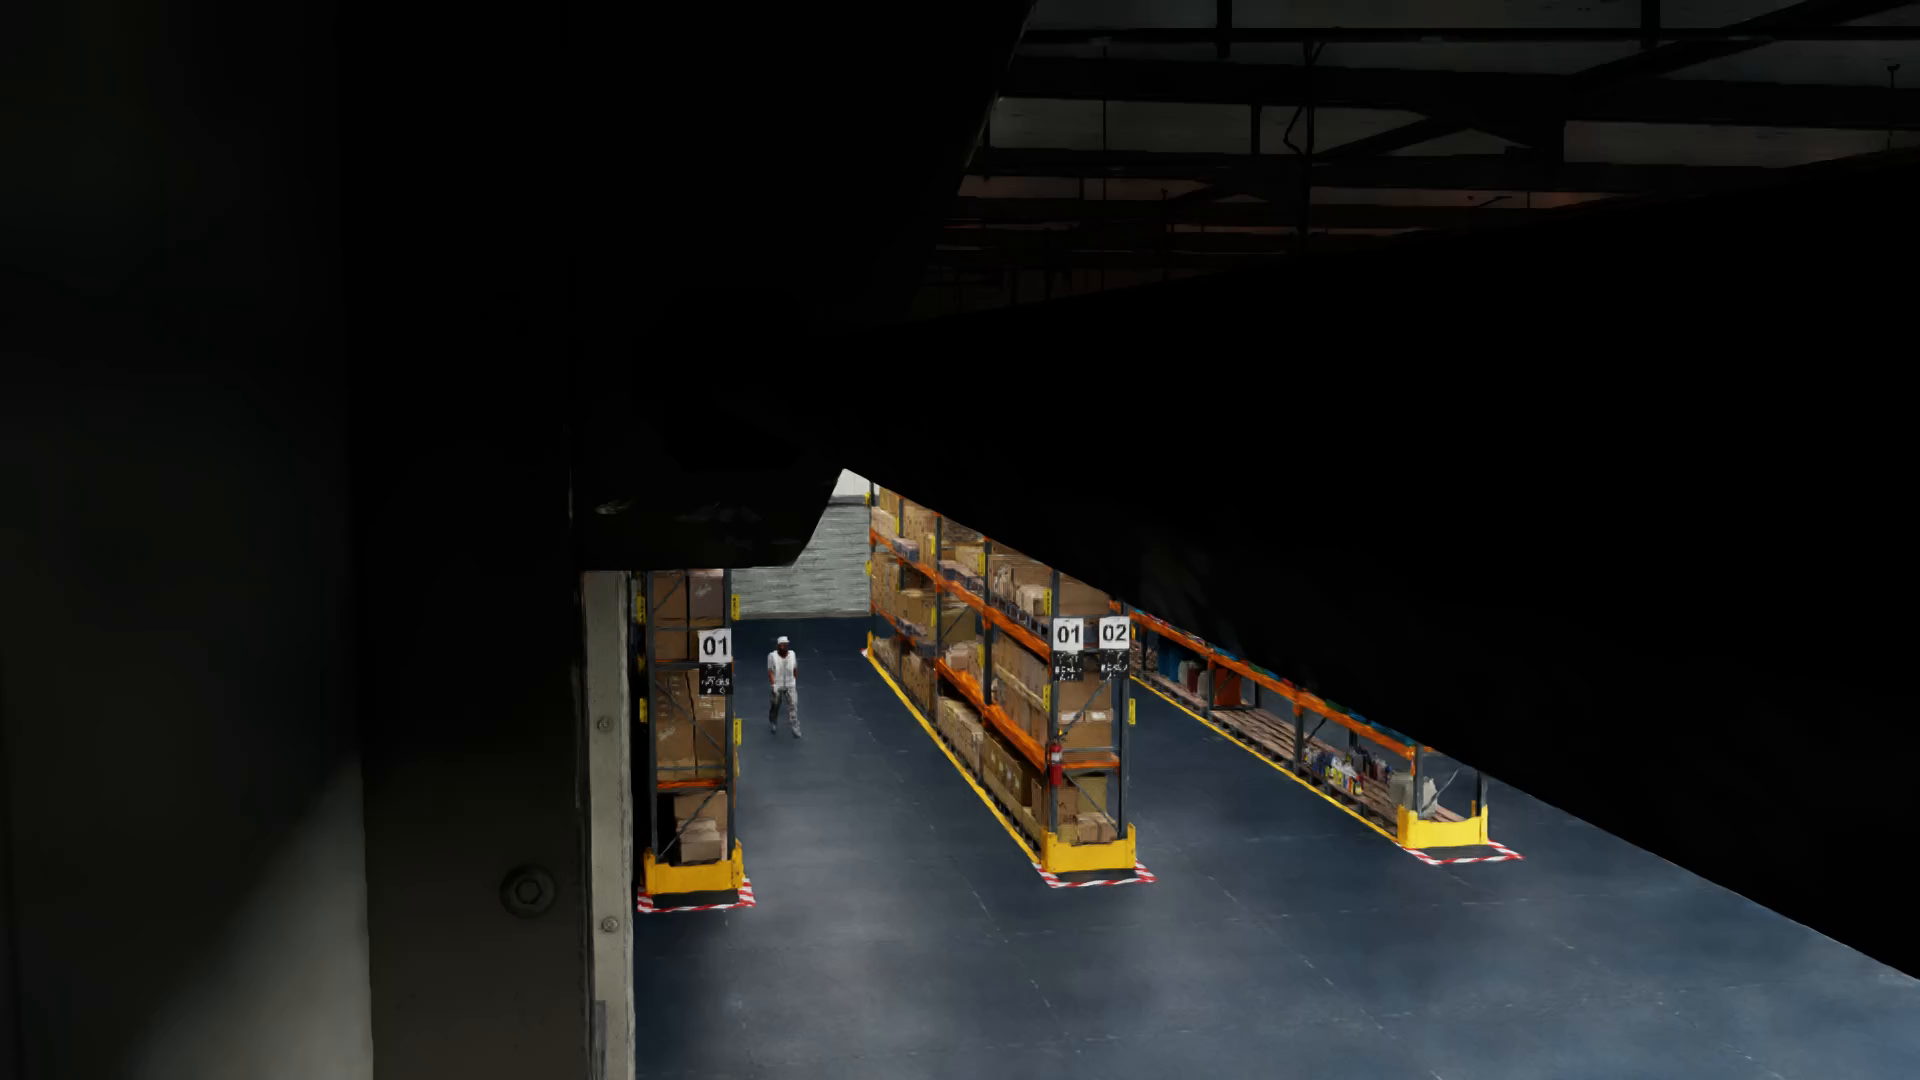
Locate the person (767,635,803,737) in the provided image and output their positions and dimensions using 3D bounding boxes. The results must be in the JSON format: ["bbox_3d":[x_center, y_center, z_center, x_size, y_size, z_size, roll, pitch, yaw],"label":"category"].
[{"bbox_3d":[-3.035,2.488,28.509,0.554,1.724,1.029,-2,6,-19],"label":"person"}]
